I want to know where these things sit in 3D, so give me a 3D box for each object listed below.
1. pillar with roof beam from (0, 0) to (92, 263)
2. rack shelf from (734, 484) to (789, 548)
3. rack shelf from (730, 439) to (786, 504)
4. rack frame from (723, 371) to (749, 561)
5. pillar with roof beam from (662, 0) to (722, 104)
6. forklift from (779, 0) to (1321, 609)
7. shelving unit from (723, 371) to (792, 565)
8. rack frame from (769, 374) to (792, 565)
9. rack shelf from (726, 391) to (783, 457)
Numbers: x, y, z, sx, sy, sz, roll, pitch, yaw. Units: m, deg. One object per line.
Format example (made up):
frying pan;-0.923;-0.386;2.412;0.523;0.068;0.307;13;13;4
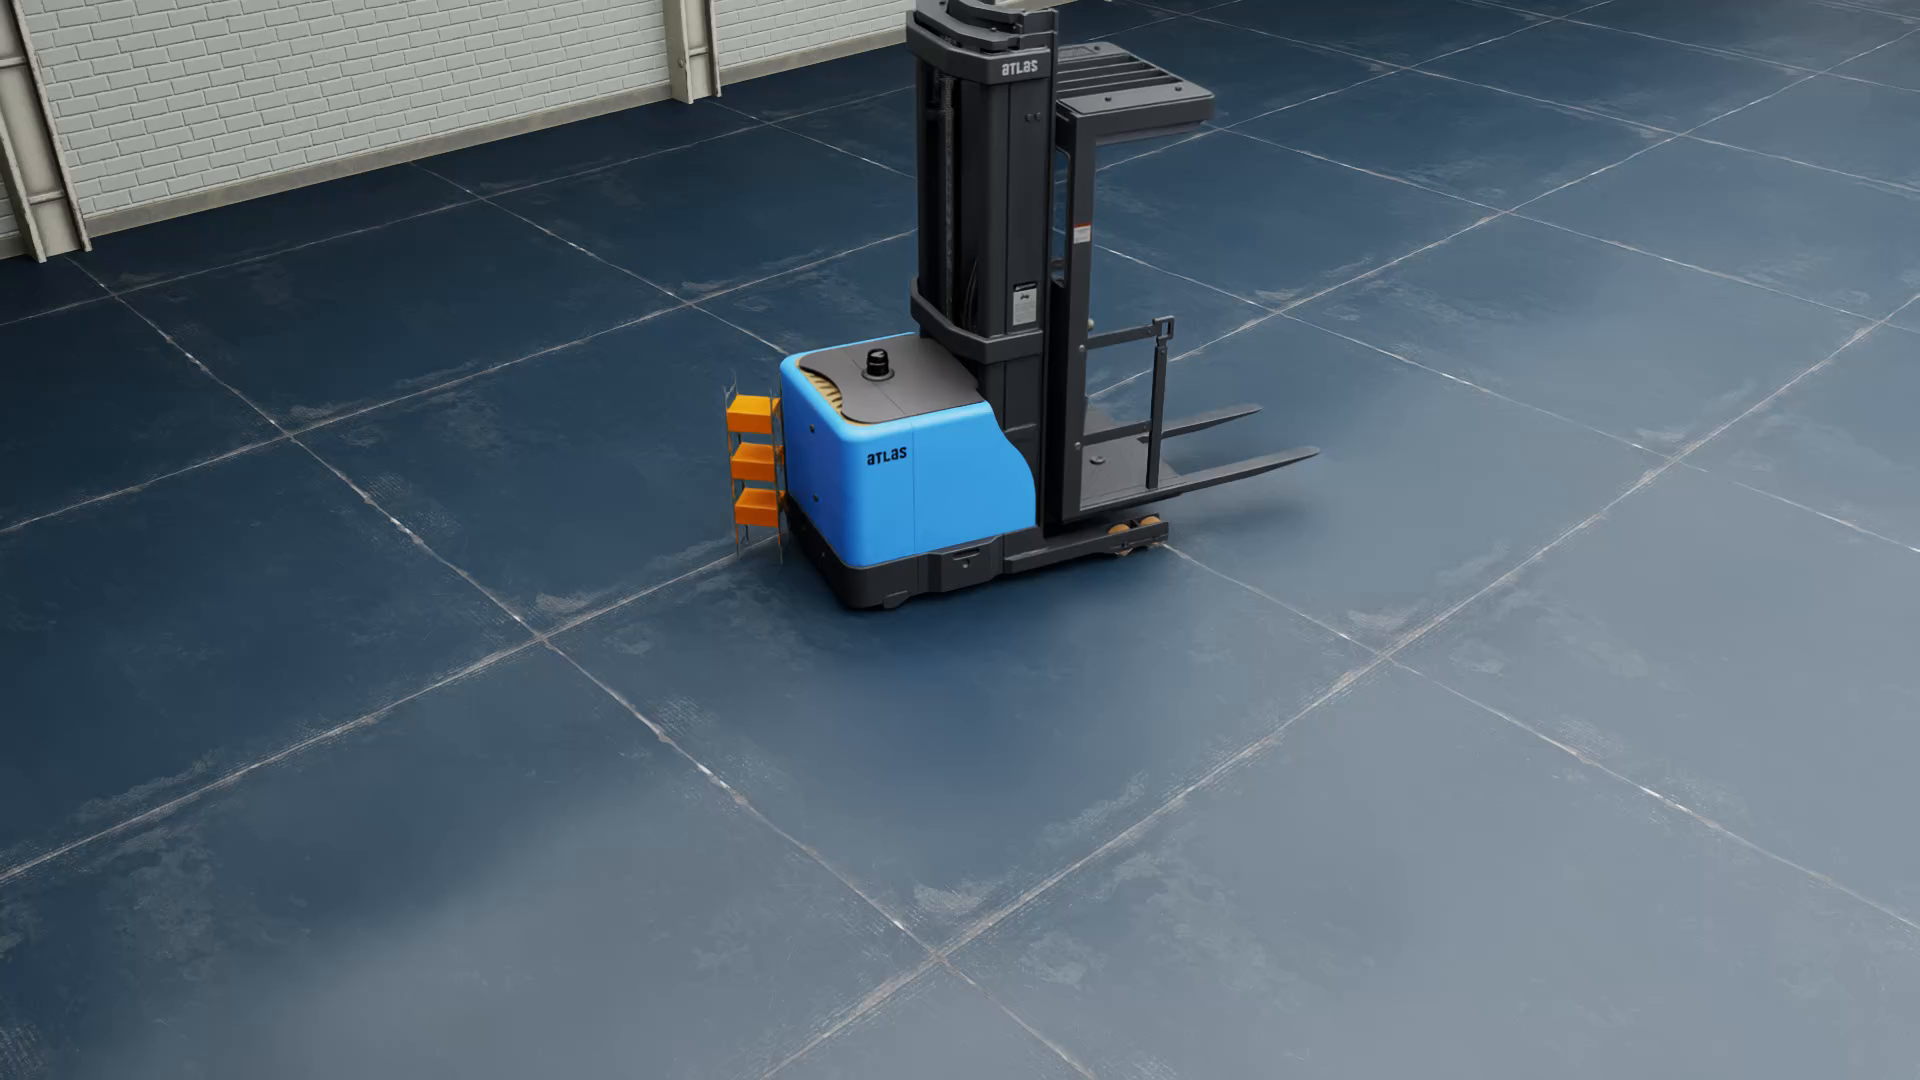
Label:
pillar with roof beam;-4.075;-4.440;7.885;0.400;9.000;9.100;-26;40;-35
rack shelf;-1.071;-0.129;9.007;0.240;0.259;0.215;5;32;8
rack shelf;-1.072;-0.366;8.862;0.240;0.259;0.215;5;32;8
rack frame;-1.192;-0.386;8.874;0.008;1.050;0.200;5;32;8
pillar with roof beam;0.325;-6.568;11.366;0.400;9.000;9.100;-26;40;-35
forklift;0.591;-1.403;8.734;3.031;2.935;1.130;-14;34;-21
shelving unit;-1.072;-0.375;8.856;0.252;1.050;0.215;5;32;8
rack frame;-0.952;-0.365;8.839;0.008;1.050;0.200;5;32;8
rack shelf;-1.073;-0.608;8.714;0.240;0.259;0.215;5;32;8
